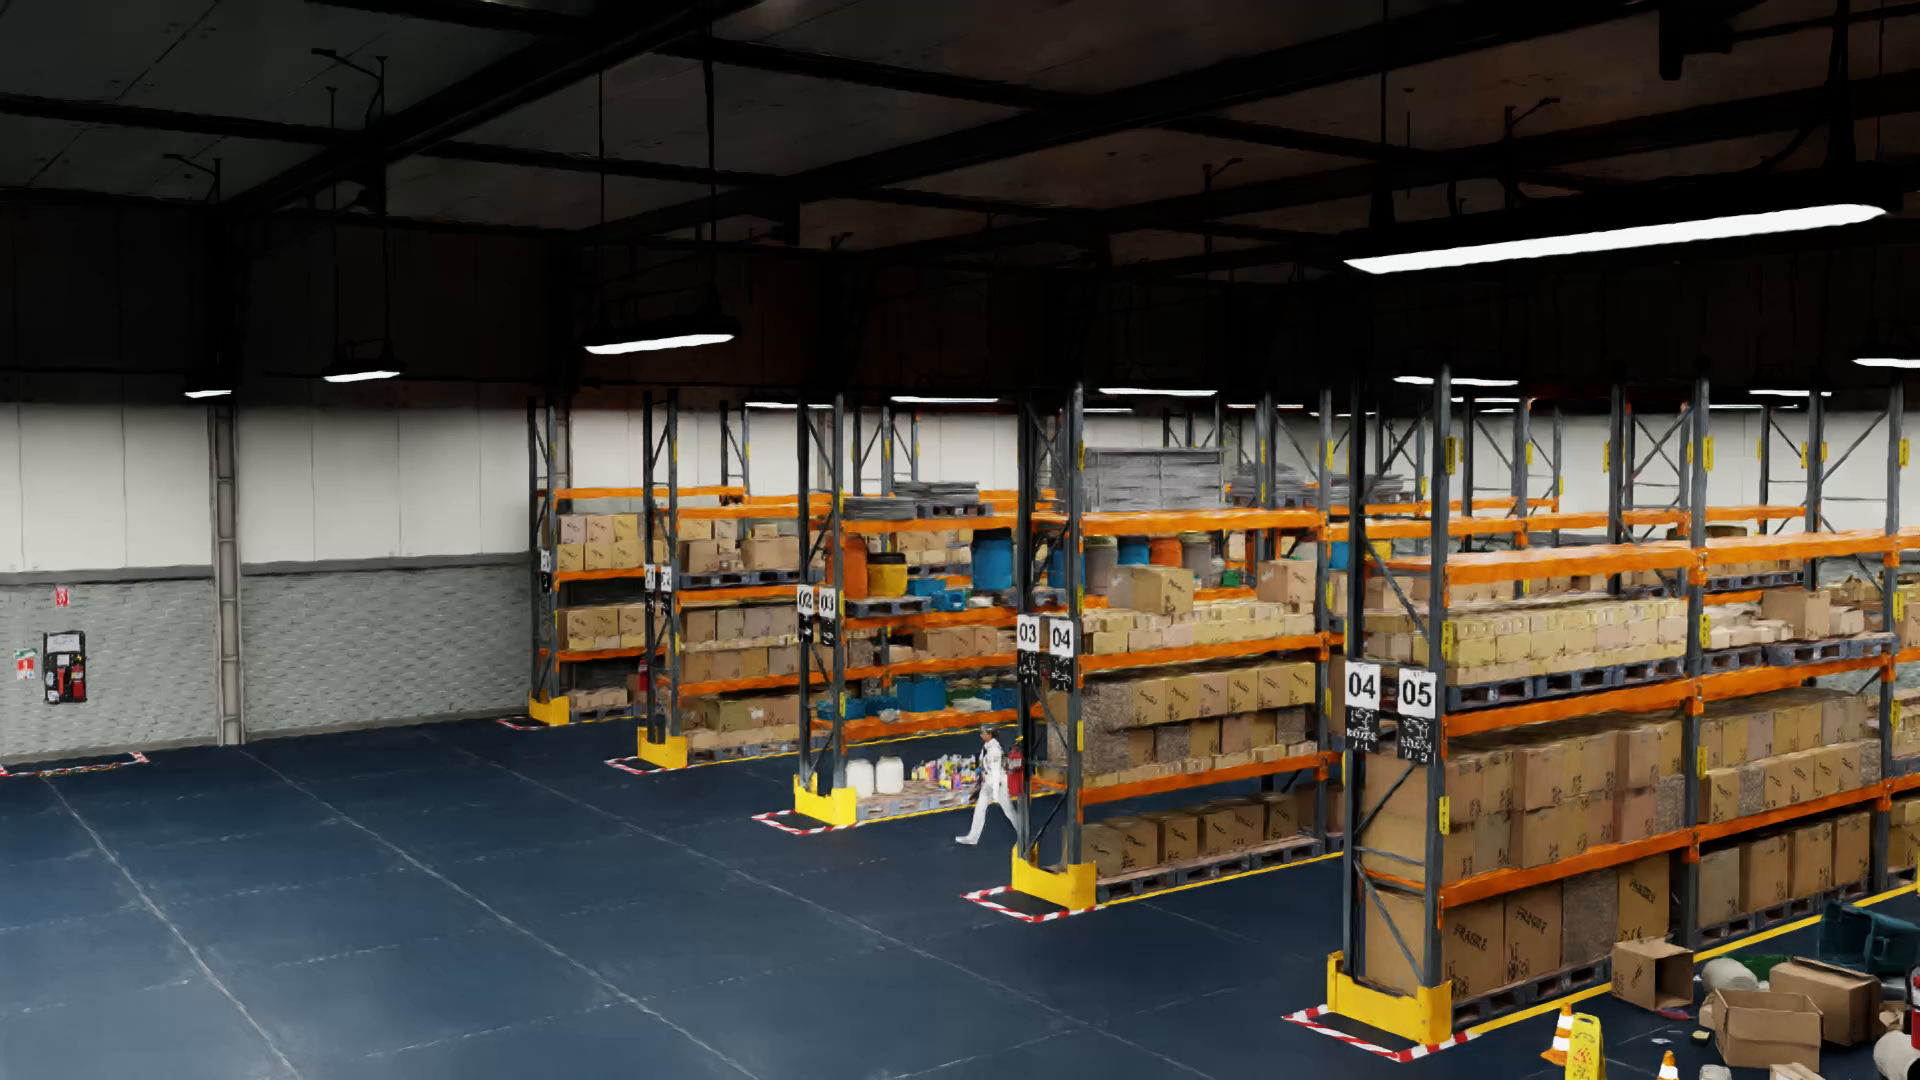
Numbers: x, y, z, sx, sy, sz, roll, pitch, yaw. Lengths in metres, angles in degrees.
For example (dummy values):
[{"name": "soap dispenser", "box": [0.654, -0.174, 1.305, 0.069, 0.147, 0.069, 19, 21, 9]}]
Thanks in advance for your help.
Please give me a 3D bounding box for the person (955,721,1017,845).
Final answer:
[{"name": "person", "box": [0.425, 3.098, 21.136, 0.929, 1.622, 0.525, -1, 3, -12]}]
